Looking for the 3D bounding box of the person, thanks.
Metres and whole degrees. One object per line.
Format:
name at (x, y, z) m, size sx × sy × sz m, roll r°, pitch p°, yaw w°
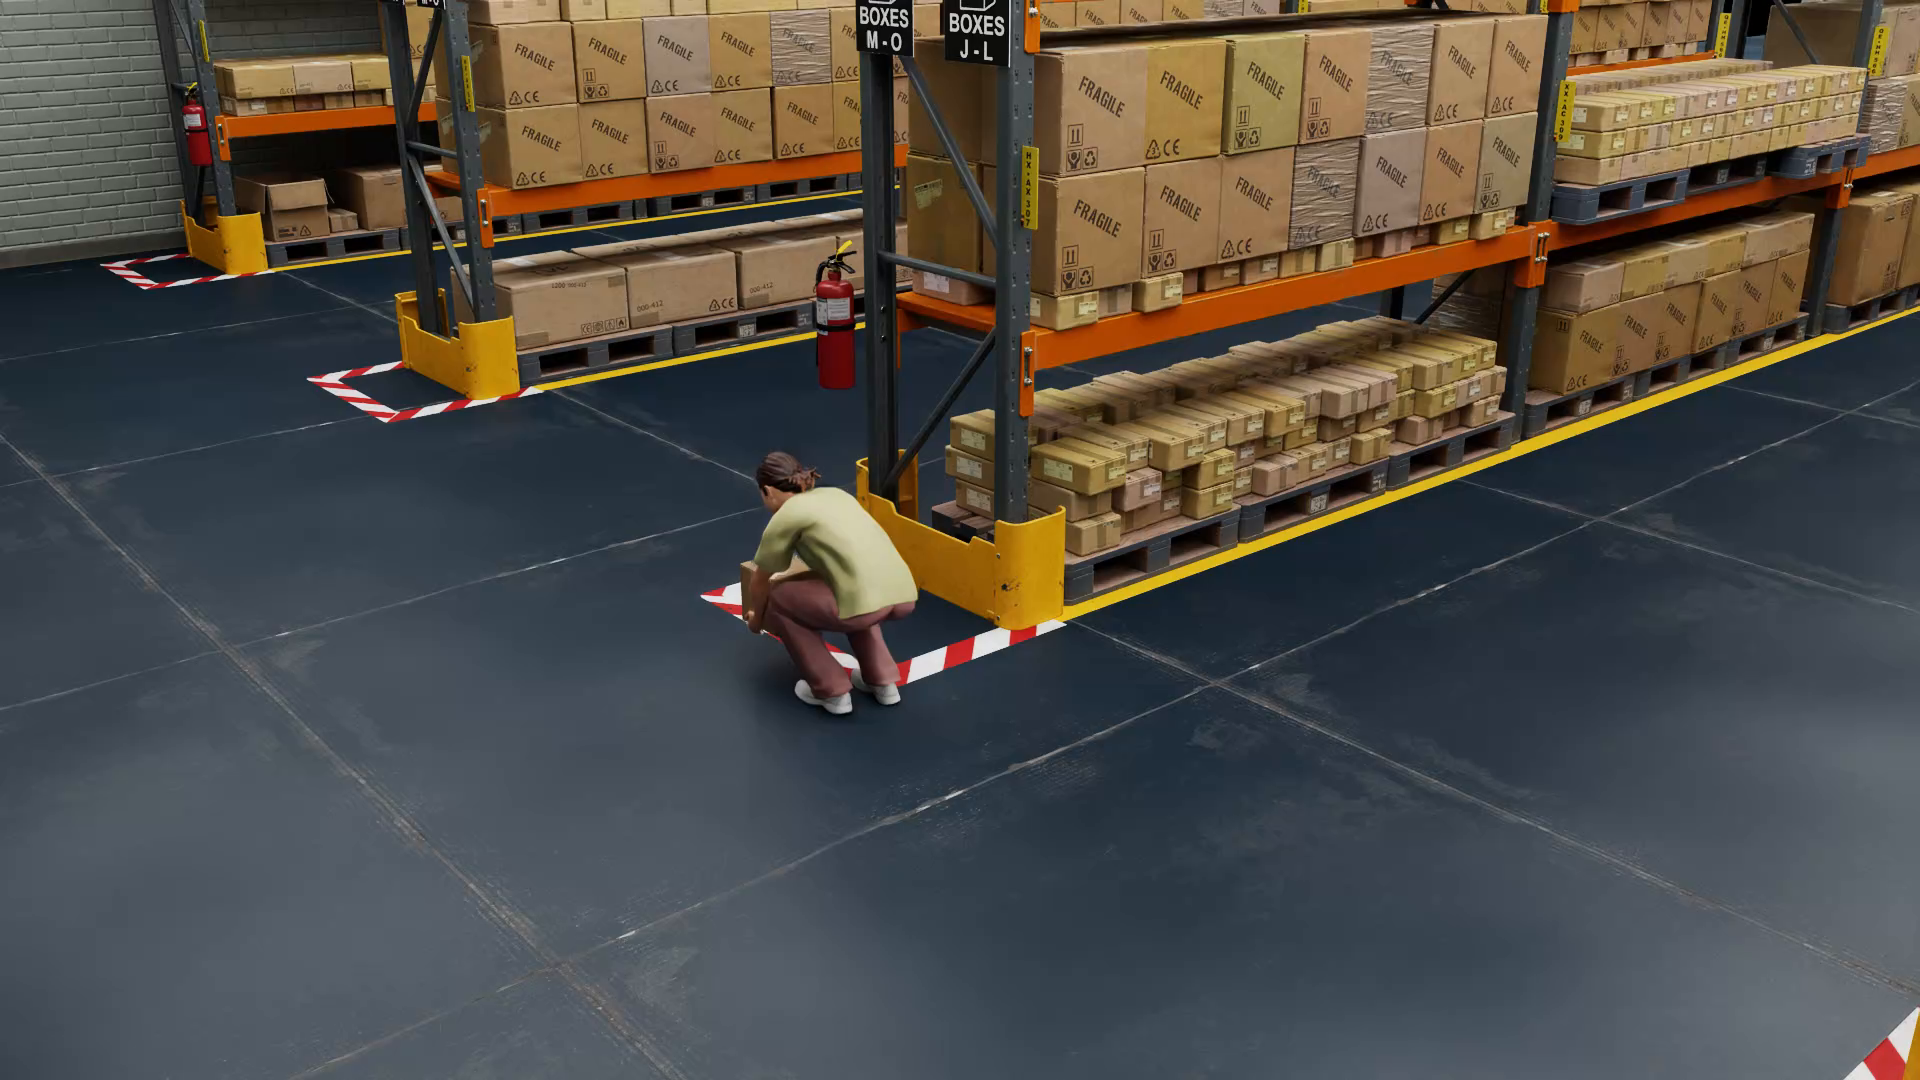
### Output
person at (-0.527, 0.175, 6.609) m, size 0.494 × 0.976 × 0.783 m, roll -17°, pitch 27°, yaw -37°
